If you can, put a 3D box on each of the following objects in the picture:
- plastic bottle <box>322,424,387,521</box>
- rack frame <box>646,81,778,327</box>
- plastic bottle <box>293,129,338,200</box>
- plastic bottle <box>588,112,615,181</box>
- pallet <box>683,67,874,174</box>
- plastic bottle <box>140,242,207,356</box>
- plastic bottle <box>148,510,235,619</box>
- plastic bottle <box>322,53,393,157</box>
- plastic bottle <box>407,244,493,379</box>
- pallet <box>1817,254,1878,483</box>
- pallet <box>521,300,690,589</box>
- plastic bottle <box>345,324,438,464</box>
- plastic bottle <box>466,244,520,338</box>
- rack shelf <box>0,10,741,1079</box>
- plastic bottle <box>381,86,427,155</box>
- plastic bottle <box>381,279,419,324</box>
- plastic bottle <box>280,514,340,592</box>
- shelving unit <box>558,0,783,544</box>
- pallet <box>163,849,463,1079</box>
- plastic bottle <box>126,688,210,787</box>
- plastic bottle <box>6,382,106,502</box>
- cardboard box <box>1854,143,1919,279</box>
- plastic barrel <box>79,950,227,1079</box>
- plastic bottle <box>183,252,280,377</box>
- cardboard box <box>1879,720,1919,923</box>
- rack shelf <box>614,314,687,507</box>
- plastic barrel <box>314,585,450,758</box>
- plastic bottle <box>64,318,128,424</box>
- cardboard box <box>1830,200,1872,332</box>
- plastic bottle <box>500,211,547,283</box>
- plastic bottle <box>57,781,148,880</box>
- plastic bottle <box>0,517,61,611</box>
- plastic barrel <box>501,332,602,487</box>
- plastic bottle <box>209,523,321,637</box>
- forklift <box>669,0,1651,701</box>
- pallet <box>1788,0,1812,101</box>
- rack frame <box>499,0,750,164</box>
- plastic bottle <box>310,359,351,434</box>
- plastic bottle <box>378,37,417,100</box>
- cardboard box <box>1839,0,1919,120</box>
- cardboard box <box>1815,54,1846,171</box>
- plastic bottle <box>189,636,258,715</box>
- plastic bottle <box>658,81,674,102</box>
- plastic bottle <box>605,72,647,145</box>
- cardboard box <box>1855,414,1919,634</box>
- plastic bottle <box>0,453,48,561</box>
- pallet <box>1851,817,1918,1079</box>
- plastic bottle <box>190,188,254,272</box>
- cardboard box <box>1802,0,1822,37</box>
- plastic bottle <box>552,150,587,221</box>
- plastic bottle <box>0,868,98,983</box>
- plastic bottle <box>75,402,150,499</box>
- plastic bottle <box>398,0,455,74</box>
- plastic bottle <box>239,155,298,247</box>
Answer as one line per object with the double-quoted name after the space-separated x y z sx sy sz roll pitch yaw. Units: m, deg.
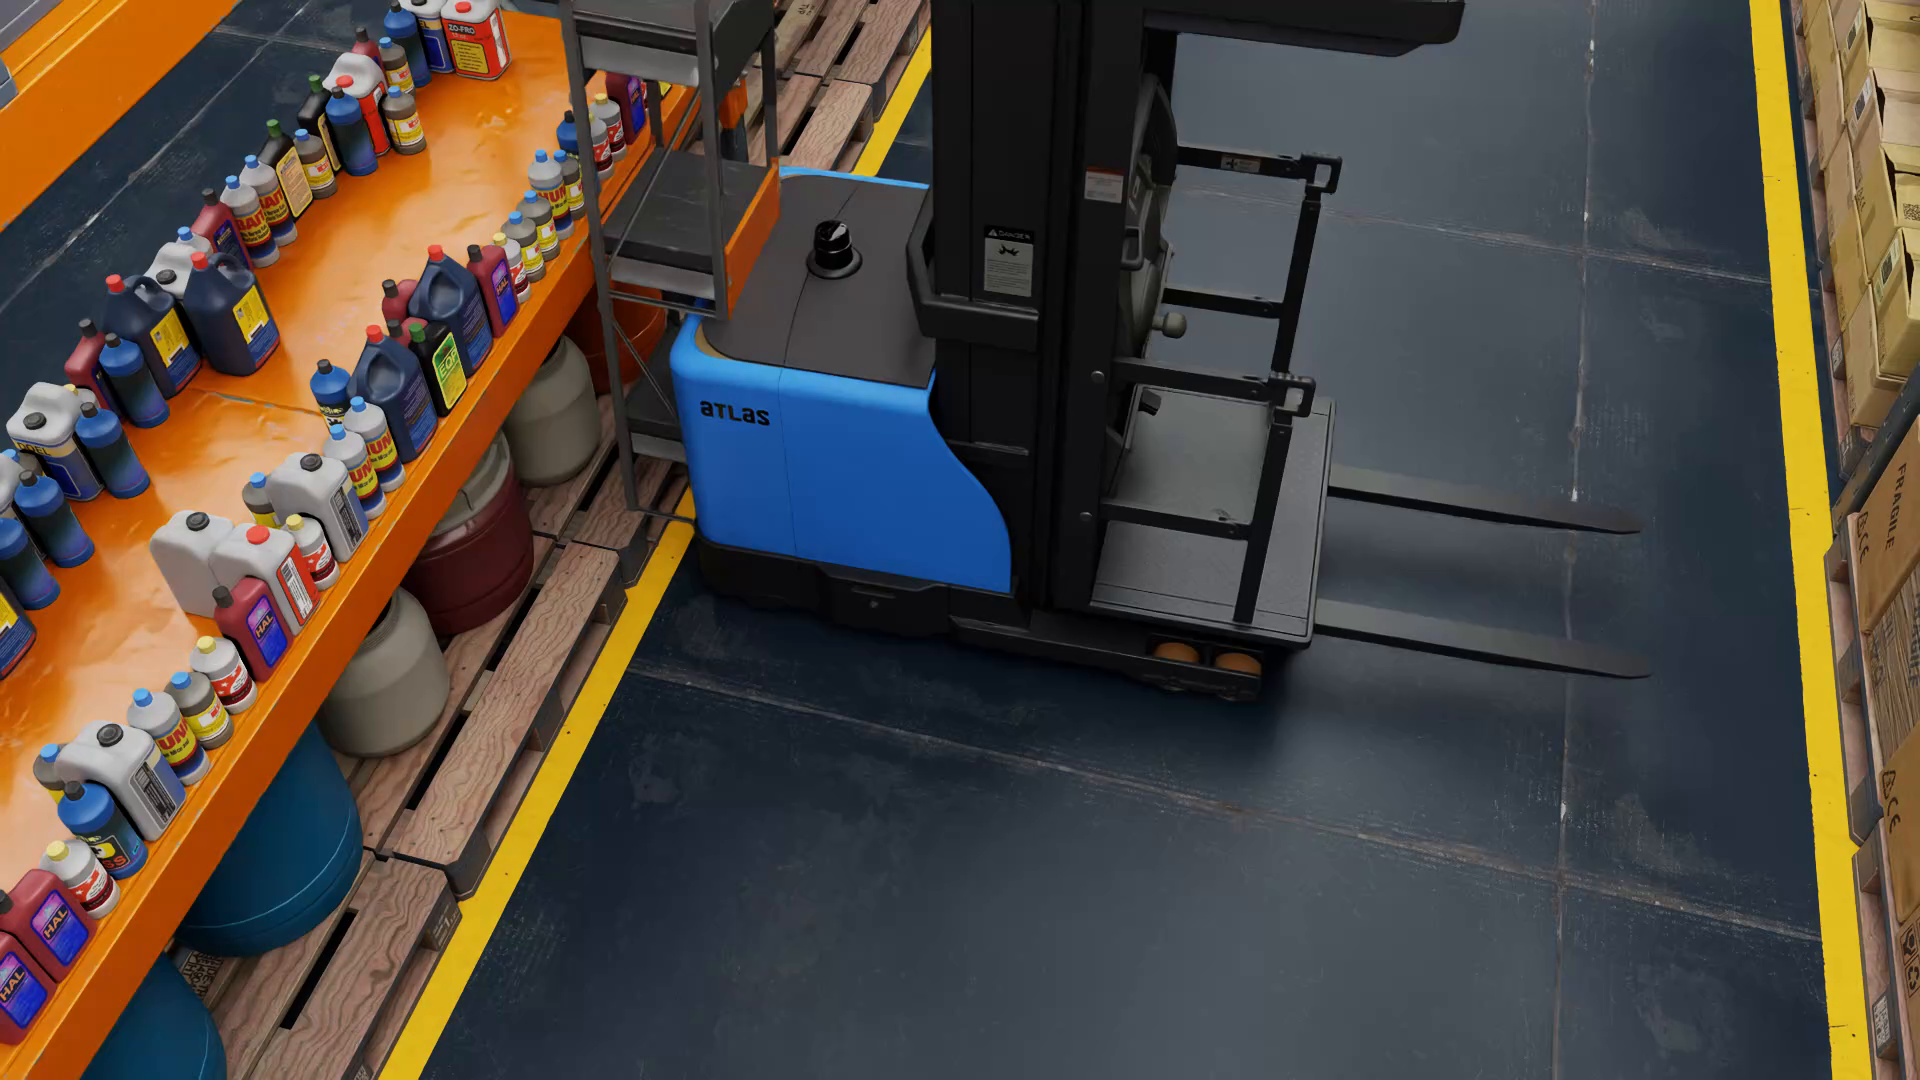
-1.457 -0.170 3.986 0.097 0.271 0.097 0 49 0 "plastic bottle"
-0.756 -1.028 5.207 0.400 2.100 0.015 12 47 7 "rack frame"
-1.895 -1.106 4.858 0.097 0.201 0.097 0 49 0 "plastic bottle"
-1.084 -1.171 4.915 0.097 0.201 0.097 0 49 0 "plastic bottle"
-1.014 -1.561 6.987 1.003 0.211 1.213 12 50 10 "pallet"
-2.046 -0.637 4.395 0.152 0.276 0.135 12 50 10 "plastic bottle"
-1.722 0.044 3.793 0.152 0.276 0.135 12 50 10 "plastic bottle"
-1.803 -1.306 4.984 0.152 0.276 0.135 12 50 10 "plastic bottle"
-1.333 -0.604 4.315 0.144 0.351 0.185 12 50 10 "plastic bottle"
3.777 -0.615 6.152 1.003 0.211 1.213 12 50 10 "pallet"
-1.422 -0.429 5.988 1.003 0.211 1.213 12 50 10 "pallet"
-1.417 -0.374 4.112 0.144 0.351 0.185 12 50 10 "plastic bottle"
-1.251 -0.689 4.435 0.061 0.283 0.133 12 50 10 "plastic bottle"
-1.782 -0.246 4.446 1.077 0.370 4.000 12 50 10 "rack shelf"
-1.677 -1.270 5.003 0.097 0.201 0.097 0 49 0 "plastic bottle"
-1.439 -0.583 4.342 0.061 0.283 0.133 12 50 10 "plastic bottle"
-1.518 0.021 3.864 0.097 0.201 0.097 0 49 0 "plastic bottle"
-0.813 -0.858 5.042 0.431 2.100 0.503 12 47 7 "shelving unit"
-2.065 1.335 4.431 1.003 0.211 1.213 12 50 10 "pallet"
-1.665 0.402 3.480 0.097 0.271 0.097 0 49 0 "plastic bottle"
-2.191 -0.239 4.043 0.152 0.276 0.135 12 50 10 "plastic bottle"
3.553 -1.170 5.962 0.500 0.311 0.500 11 49 9 "cardboard box"
-2.148 1.128 3.873 0.600 0.901 0.708 12 50 10 "plastic barrel"
-1.910 -0.615 4.325 0.144 0.351 0.185 12 50 10 "plastic bottle"
2.858 0.746 4.465 0.500 0.500 0.500 11 49 10 "cardboard box"
-0.849 -0.369 5.560 0.431 0.518 0.480 12 47 7 "rack shelf"
-1.727 0.354 4.816 0.421 0.512 0.421 0 49 0 "plastic barrel"
-2.174 -0.418 4.196 0.061 0.283 0.133 12 50 10 "plastic bottle"
3.558 -0.982 6.170 0.500 0.250 0.500 11 49 10 "cardboard box"
-1.213 -0.819 4.605 0.097 0.201 0.097 0 49 0 "plastic bottle"
-1.726 0.570 3.332 0.097 0.271 0.097 0 49 0 "plastic bottle"
-2.162 0.038 3.801 0.097 0.271 0.097 0 49 0 "plastic bottle"
-1.430 -0.463 5.537 0.421 0.512 0.421 0 49 0 "plastic barrel"
-1.575 0.074 3.766 0.152 0.276 0.135 12 50 10 "plastic bottle"
0.709 -0.896 4.586 3.031 2.935 1.130 9 49 8 "forklift"
4.419 -2.380 7.710 1.003 0.211 1.213 12 50 10 "pallet"
-1.255 -1.931 5.453 1.000 3.000 0.127 12 50 10 "rack frame"
-1.545 -0.340 4.135 0.097 0.271 0.097 0 49 0 "plastic bottle"
-1.763 -1.467 5.176 0.097 0.201 0.097 0 49 0 "plastic bottle"
3.823 -1.896 6.603 0.500 0.311 0.500 13 50 11 "cardboard box"
3.826 -1.718 6.819 0.500 0.250 0.500 12 50 11 "cardboard box"
-1.614 0.285 3.630 0.097 0.201 0.097 0 49 0 "plastic bottle"
-0.950 -1.515 5.164 0.061 0.283 0.133 12 50 10 "plastic bottle"
-1.011 -1.348 5.017 0.061 0.283 0.133 12 50 10 "plastic bottle"
3.127 0.004 5.120 0.500 0.500 0.500 13 50 12 "cardboard box"
-2.252 -0.072 3.895 0.152 0.276 0.135 12 50 10 "plastic bottle"
2.966 1.385 4.387 1.003 0.211 1.213 12 50 10 "pallet"
-2.029 -0.816 4.547 0.061 0.283 0.133 12 50 10 "plastic bottle"
4.094 -2.460 7.475 0.500 0.250 0.500 13 50 11 "cardboard box"
-1.136 -1.030 4.791 0.097 0.201 0.097 0 49 0 "plastic bottle"
-1.765 0.724 3.188 0.061 0.283 0.133 12 50 10 "plastic bottle"
-2.066 -0.227 4.035 0.097 0.271 0.097 0 49 0 "plastic bottle"
-1.681 -1.640 5.280 0.152 0.276 0.135 12 50 10 "plastic bottle"
-1.955 -0.962 4.684 0.097 0.271 0.097 0 49 0 "plastic bottle"
